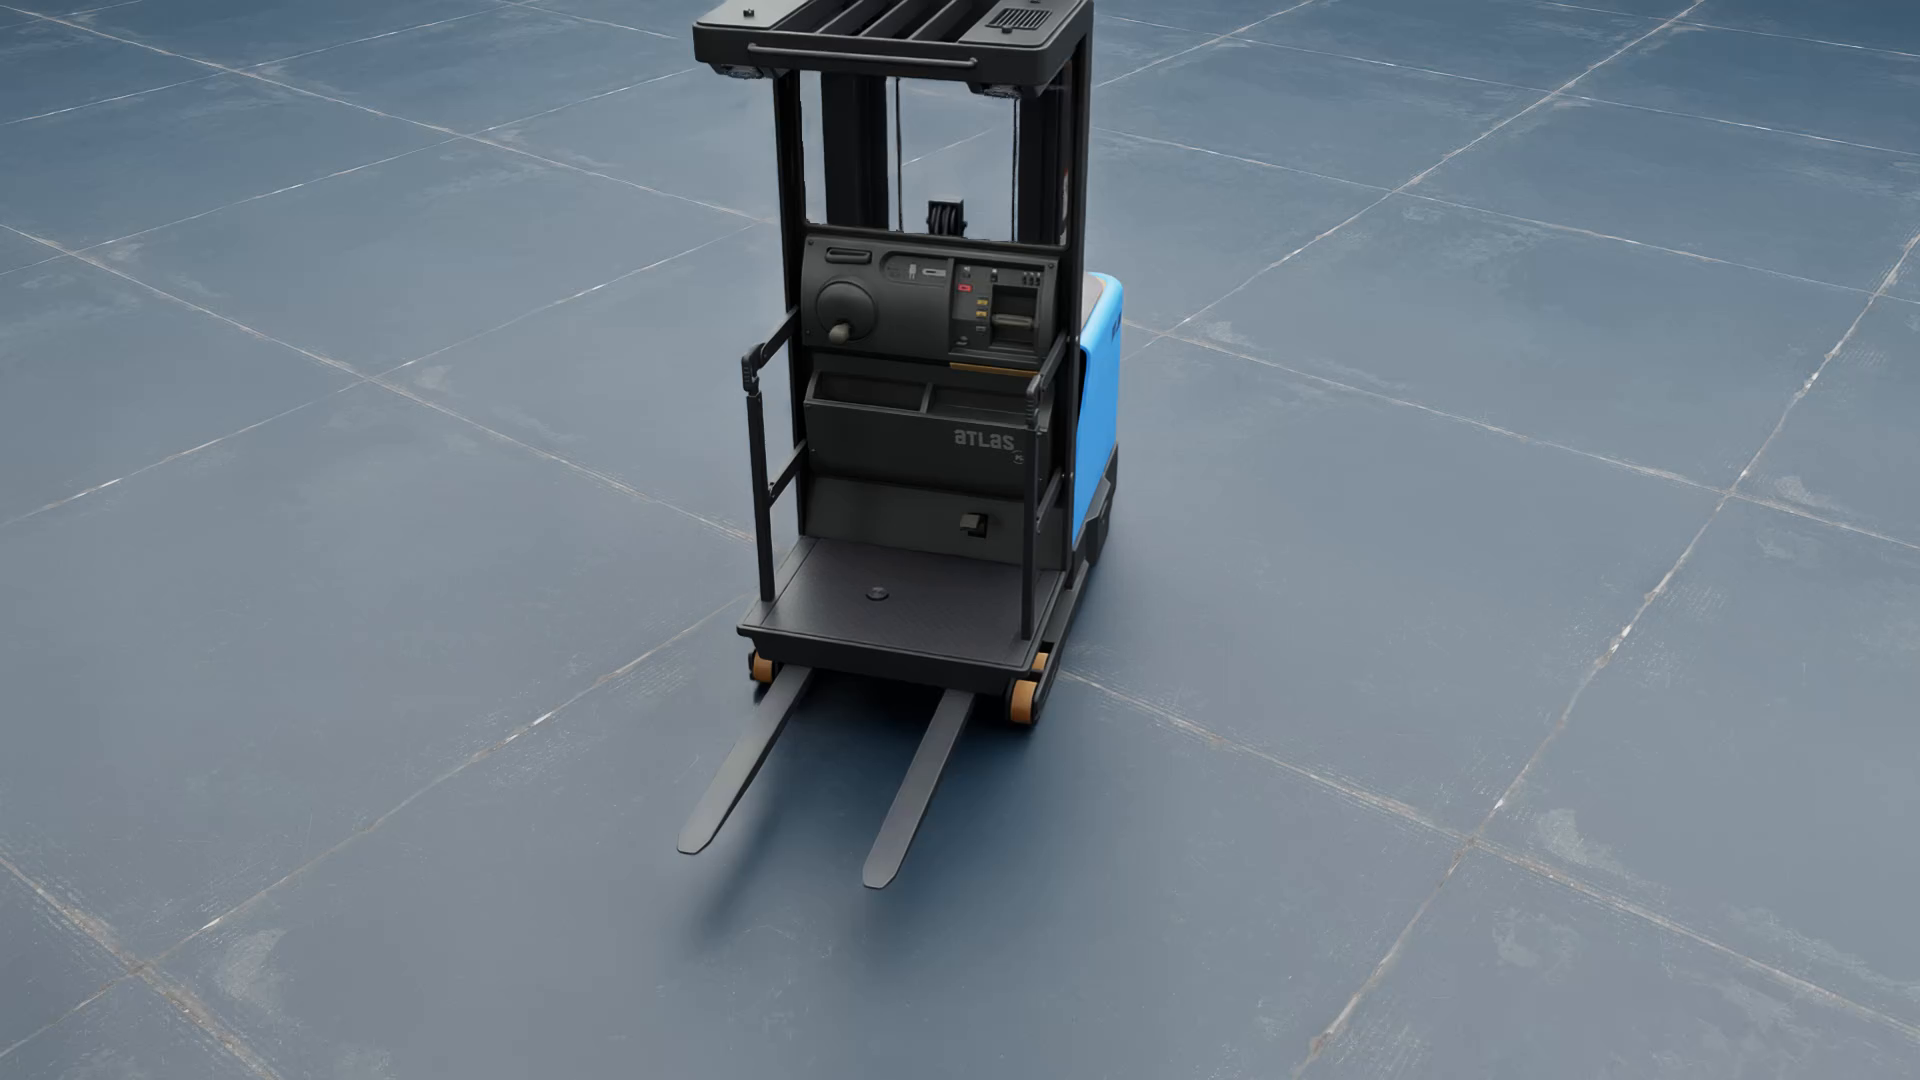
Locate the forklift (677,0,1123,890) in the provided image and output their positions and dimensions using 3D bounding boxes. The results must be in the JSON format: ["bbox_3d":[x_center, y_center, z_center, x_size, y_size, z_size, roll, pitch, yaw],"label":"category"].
[{"bbox_3d":[-0.169,-0.802,5.729,1.130,2.935,3.031,8,32,13],"label":"forklift"}]
